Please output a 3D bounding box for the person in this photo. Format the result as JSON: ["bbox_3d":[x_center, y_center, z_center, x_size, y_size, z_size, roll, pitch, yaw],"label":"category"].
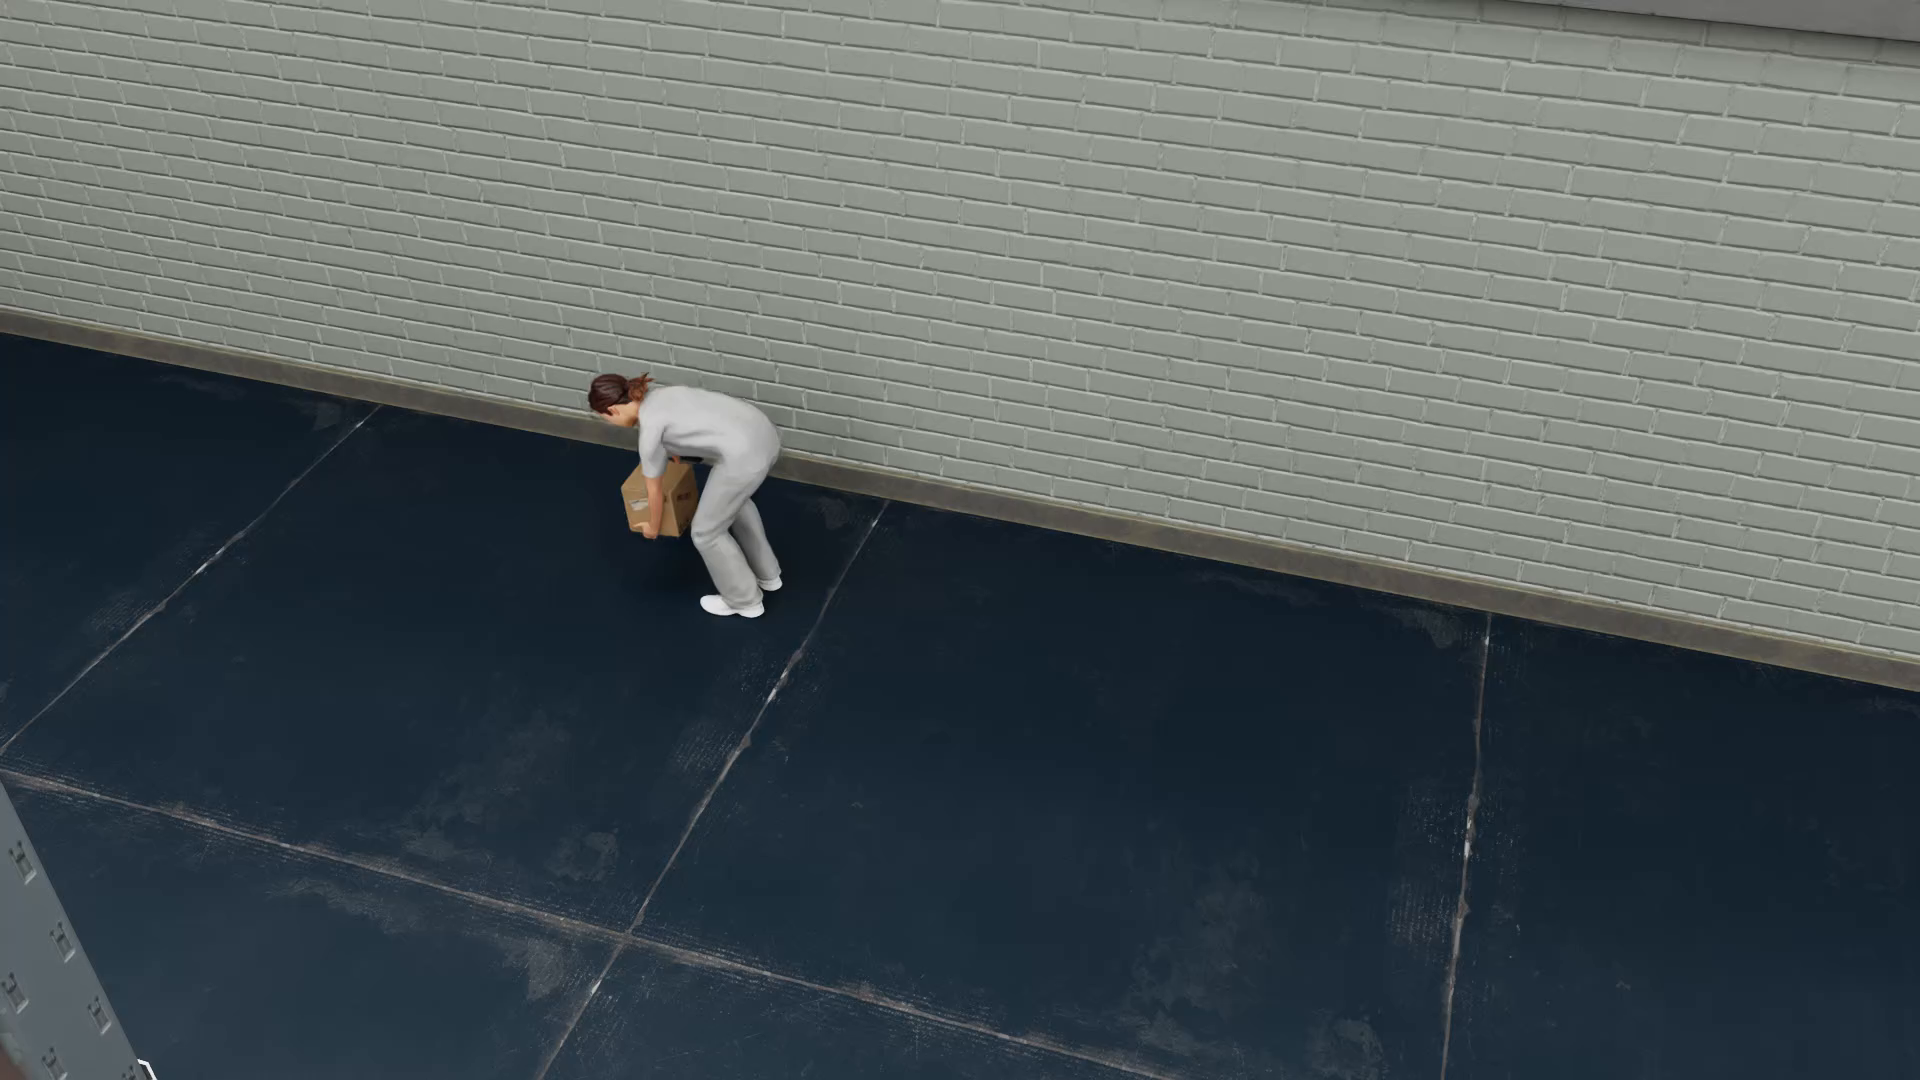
[{"bbox_3d":[-1.238,-0.230,7.622,0.864,1.162,0.422,10,38,12],"label":"person"}]
